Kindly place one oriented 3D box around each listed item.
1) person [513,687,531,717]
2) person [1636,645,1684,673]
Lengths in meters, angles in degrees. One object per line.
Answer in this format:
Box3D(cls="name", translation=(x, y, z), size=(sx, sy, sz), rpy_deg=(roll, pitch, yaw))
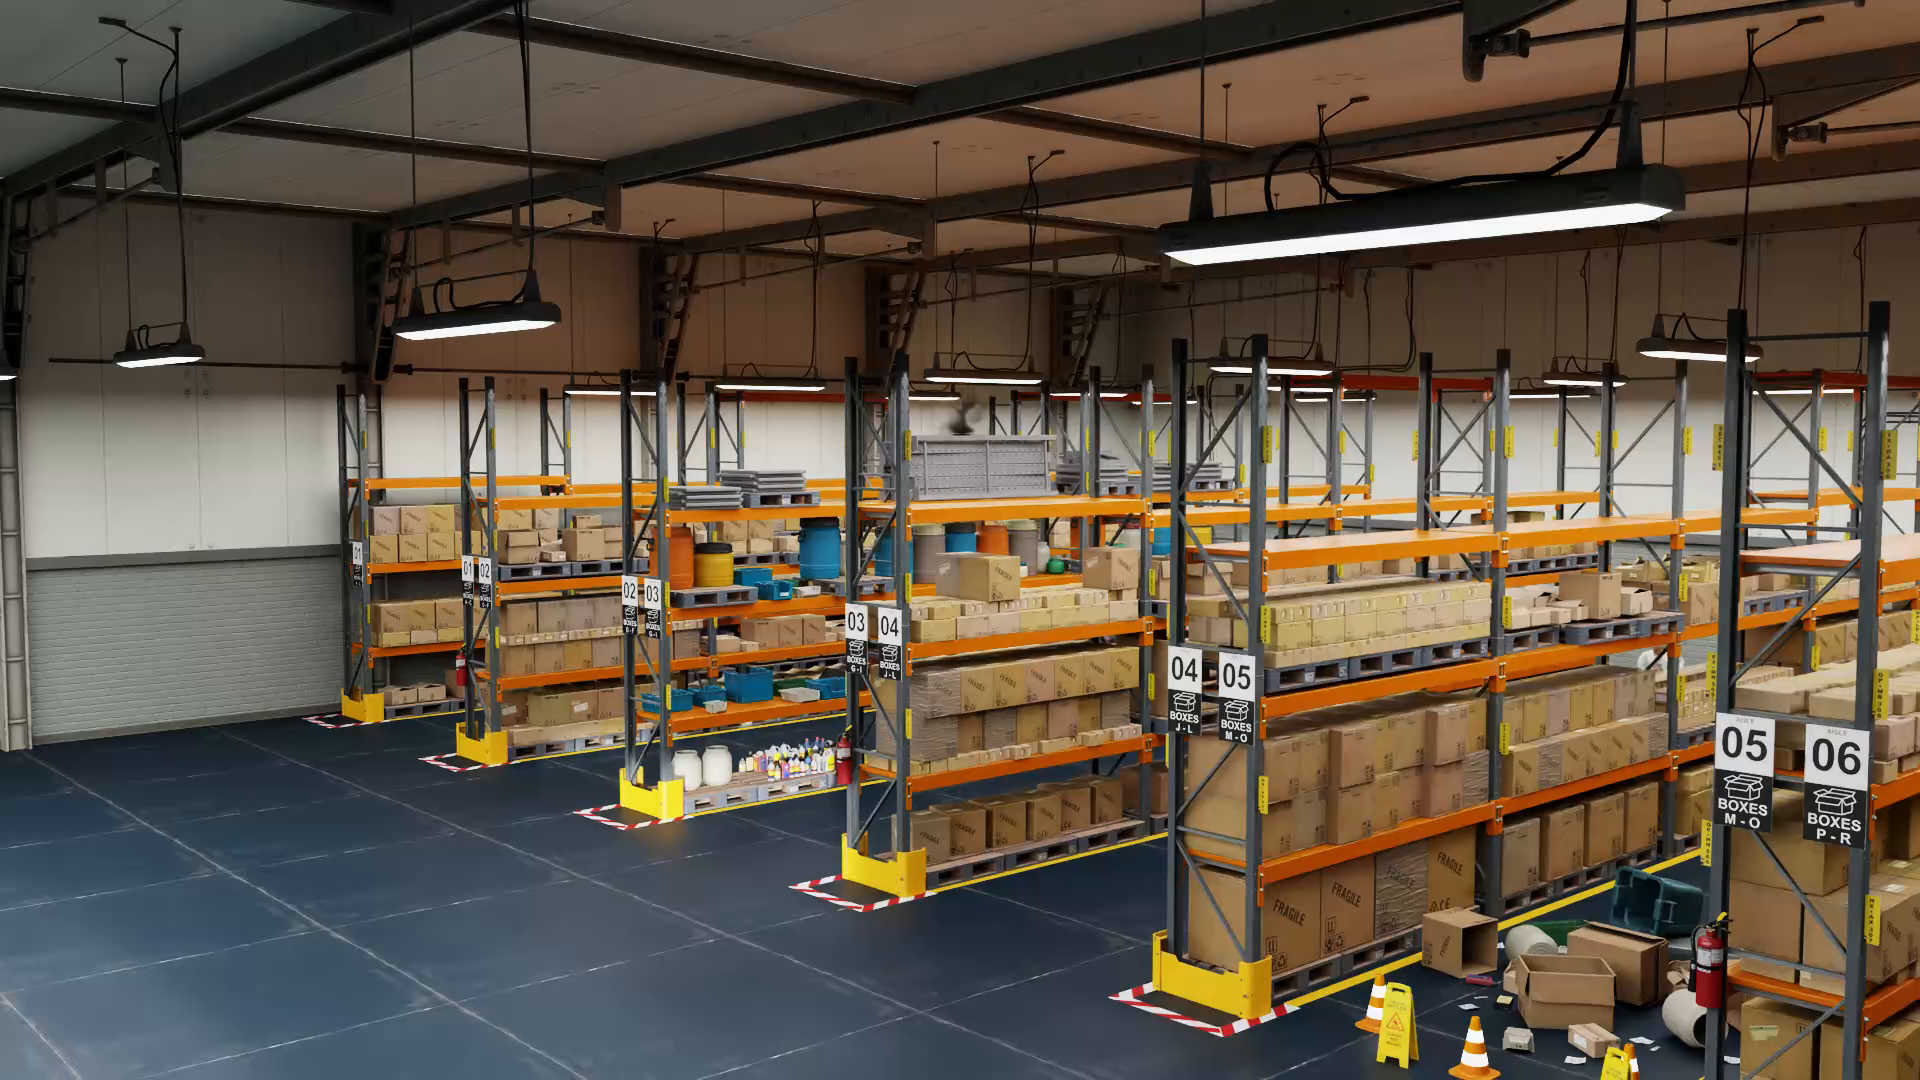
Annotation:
Box3D(cls="person", translation=(-7.505, 2.500, 28.318), size=(0.571, 1.608, 0.572), rpy_deg=(3, 5, 34))
Box3D(cls="person", translation=(11.736, 2.470, 27.807), size=(0.766, 1.772, 0.755), rpy_deg=(3, 5, 35))
